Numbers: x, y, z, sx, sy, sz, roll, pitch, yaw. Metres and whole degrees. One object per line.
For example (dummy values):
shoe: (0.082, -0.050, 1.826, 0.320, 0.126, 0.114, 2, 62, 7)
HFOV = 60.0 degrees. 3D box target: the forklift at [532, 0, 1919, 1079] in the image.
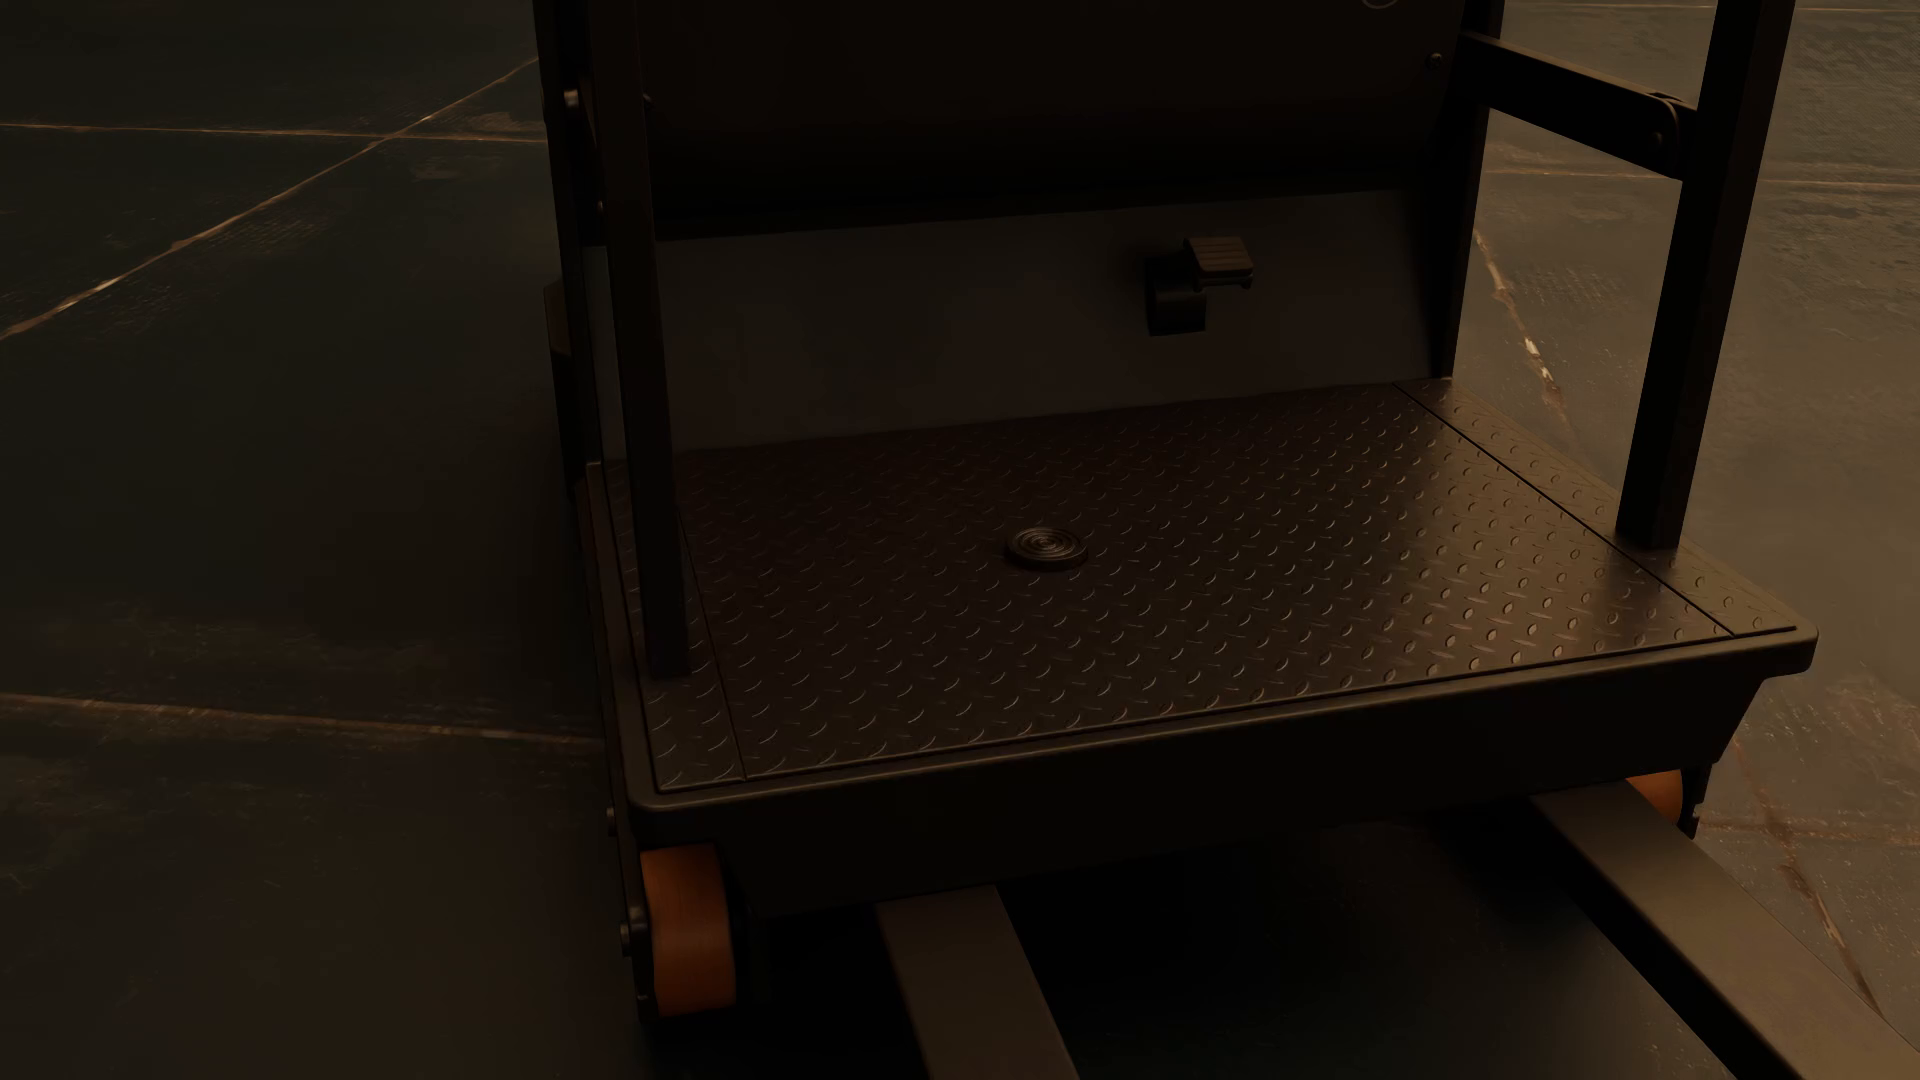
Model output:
forklift: (0.153, -1.049, 1.319, 1.130, 2.935, 3.031, -7, 27, -13)
